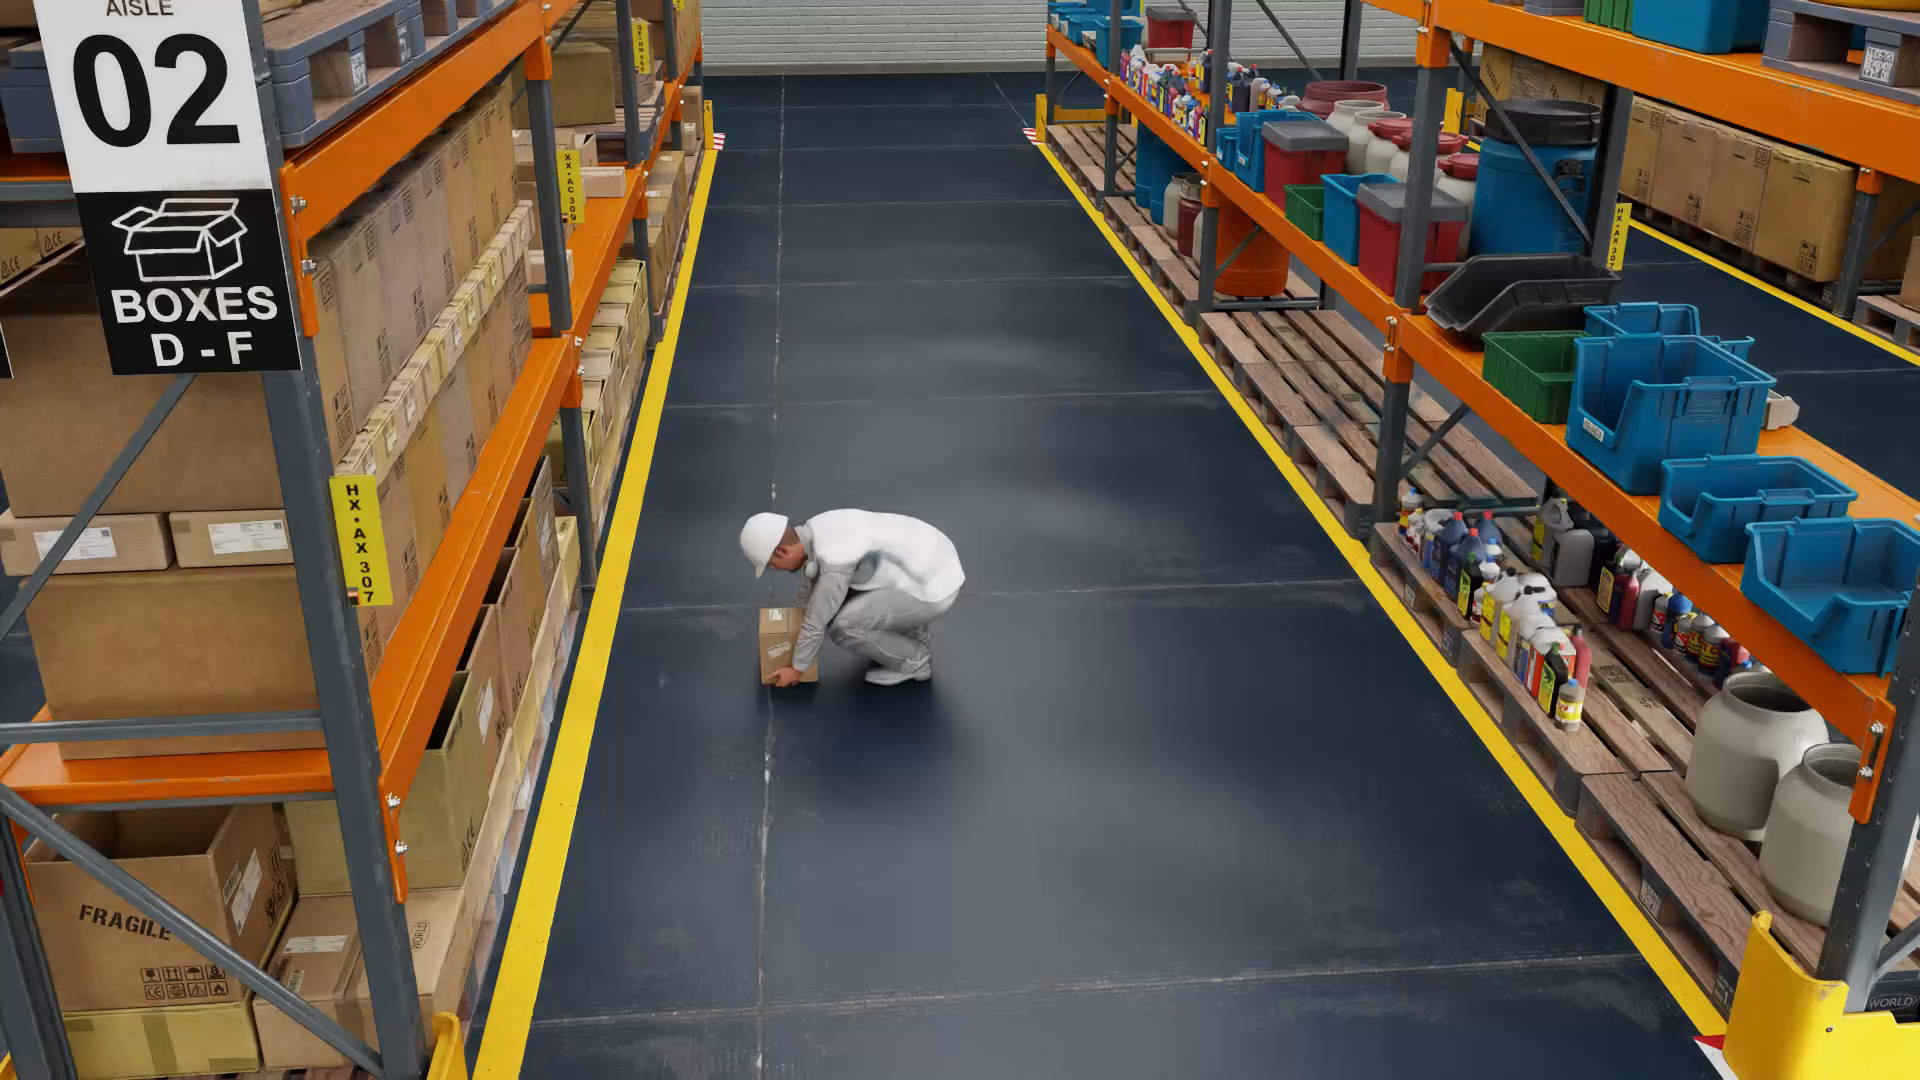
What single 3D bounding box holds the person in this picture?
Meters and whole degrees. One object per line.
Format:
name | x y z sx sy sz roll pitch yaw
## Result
person | -0.466 0.252 7.331 0.964 0.854 0.521 -3 24 -6
